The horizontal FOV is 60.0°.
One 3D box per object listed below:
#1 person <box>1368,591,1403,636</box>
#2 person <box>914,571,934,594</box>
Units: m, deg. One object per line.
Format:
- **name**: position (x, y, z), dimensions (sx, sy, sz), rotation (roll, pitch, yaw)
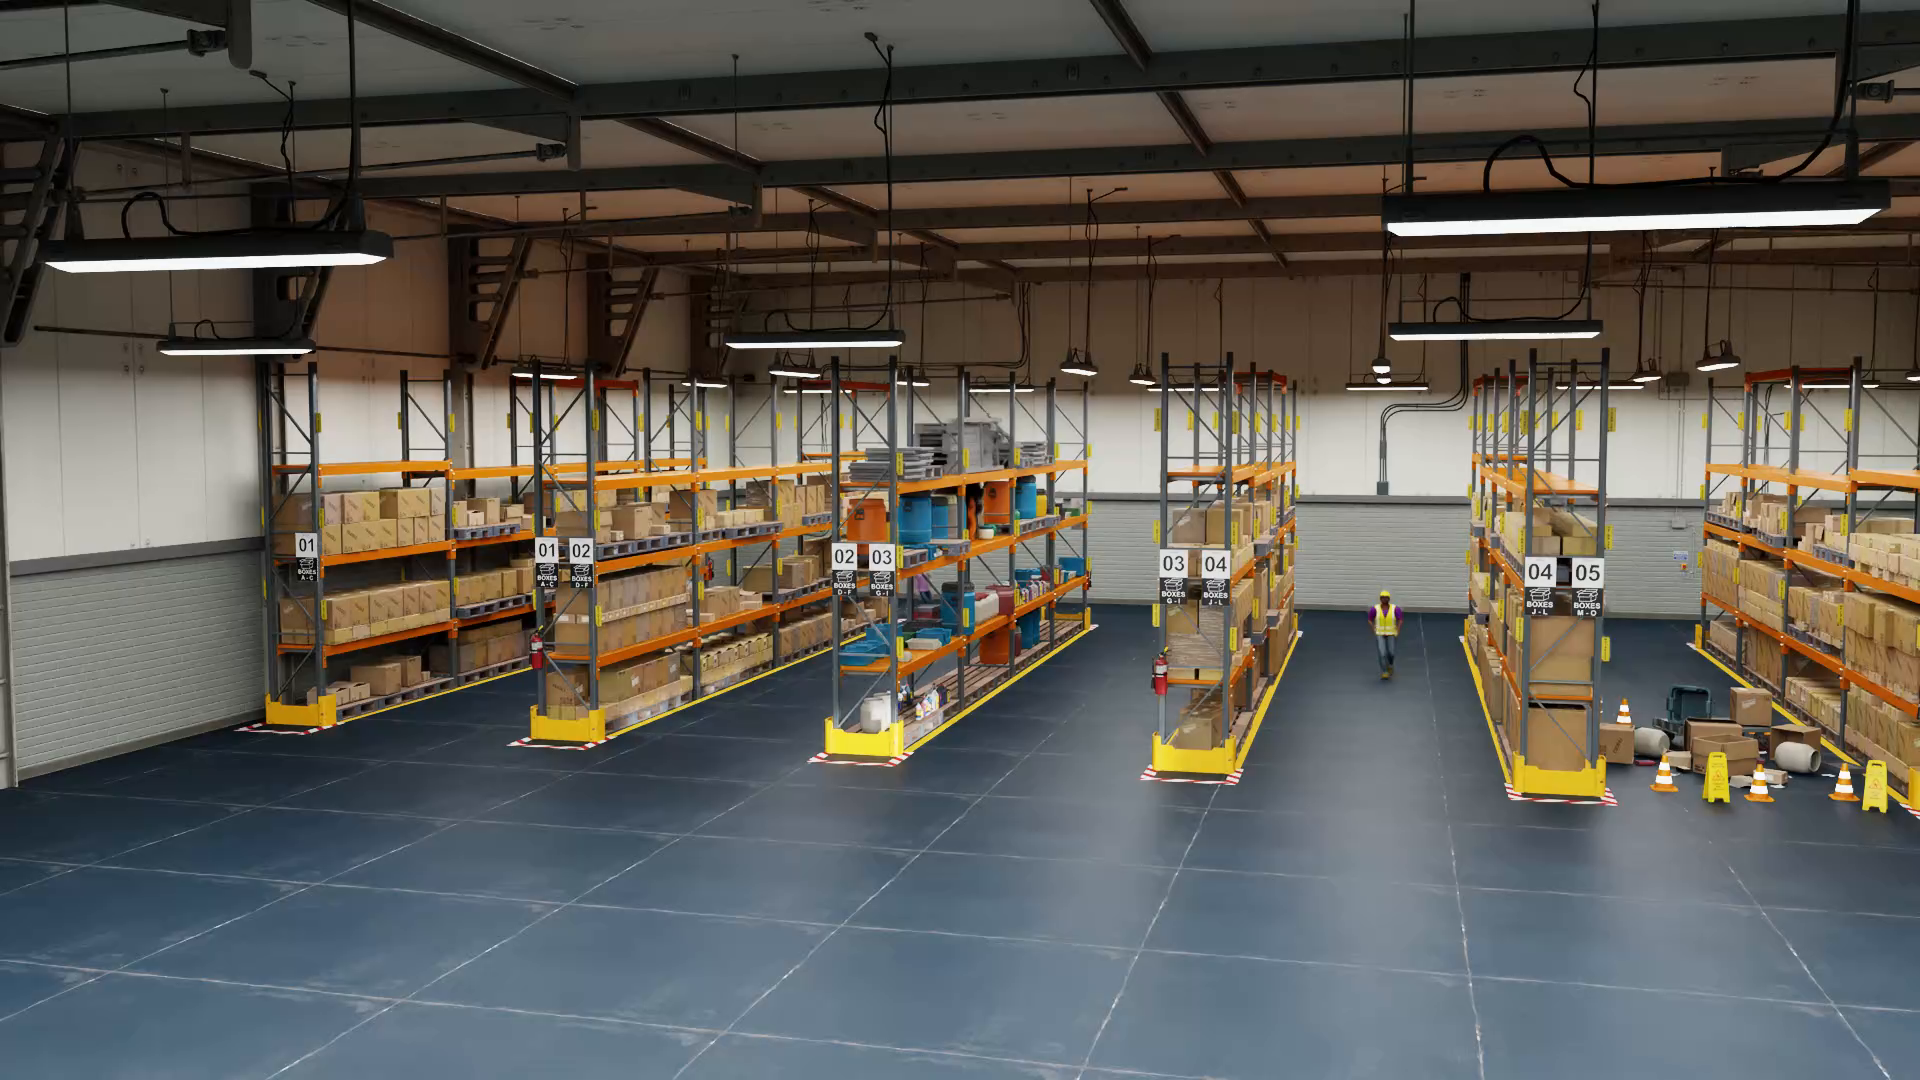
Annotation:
- **person**: position (8.300, 1.428, 32.406), dimensions (0.674, 0.869, 0.518), rotation (1, 4, 13)
- **person**: position (-0.940, 1.284, 42.003), dimensions (0.556, 1.527, 0.606), rotation (-1, 4, -17)
